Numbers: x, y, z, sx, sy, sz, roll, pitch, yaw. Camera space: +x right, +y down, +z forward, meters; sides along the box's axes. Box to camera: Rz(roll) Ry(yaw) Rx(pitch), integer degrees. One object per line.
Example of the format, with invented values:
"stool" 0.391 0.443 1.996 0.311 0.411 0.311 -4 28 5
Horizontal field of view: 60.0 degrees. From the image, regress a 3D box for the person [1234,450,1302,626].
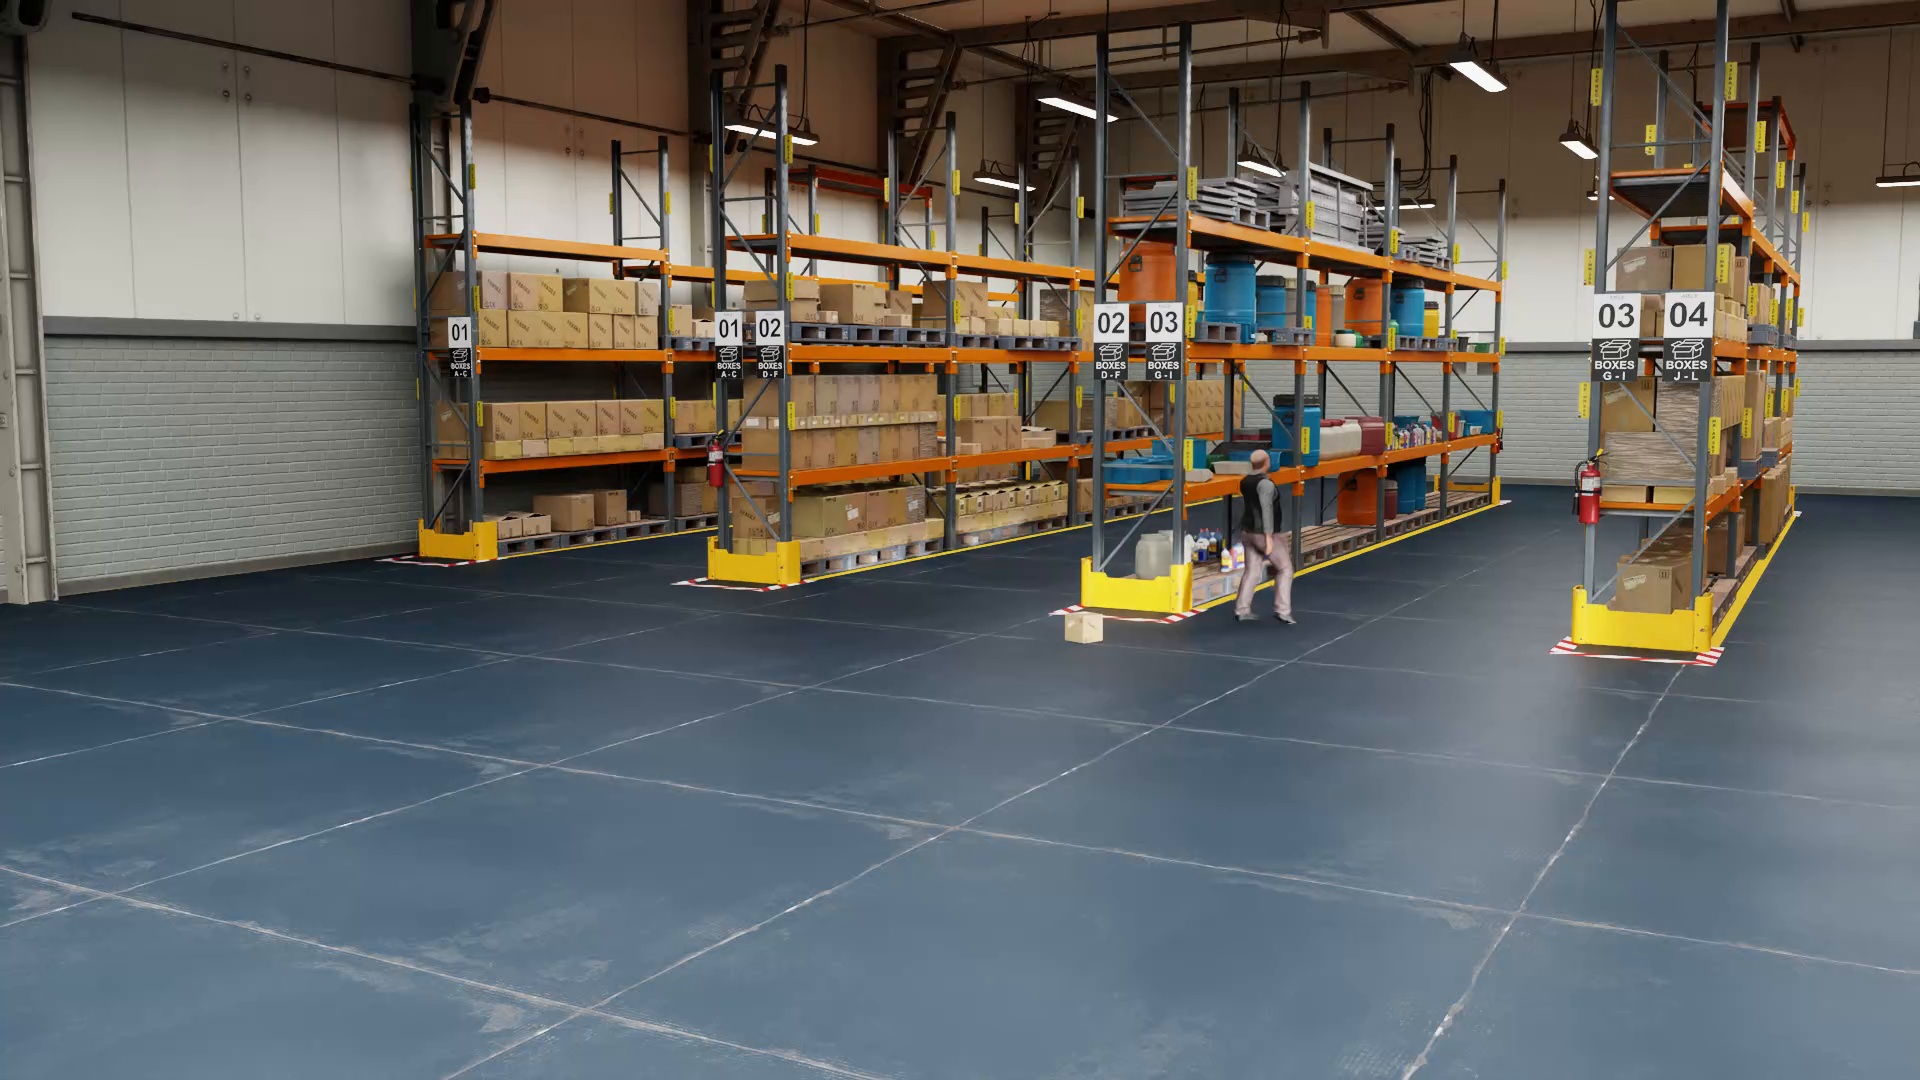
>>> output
"person" 3.012 -0.015 16.479 0.635 1.761 0.577 -3 6 -23
